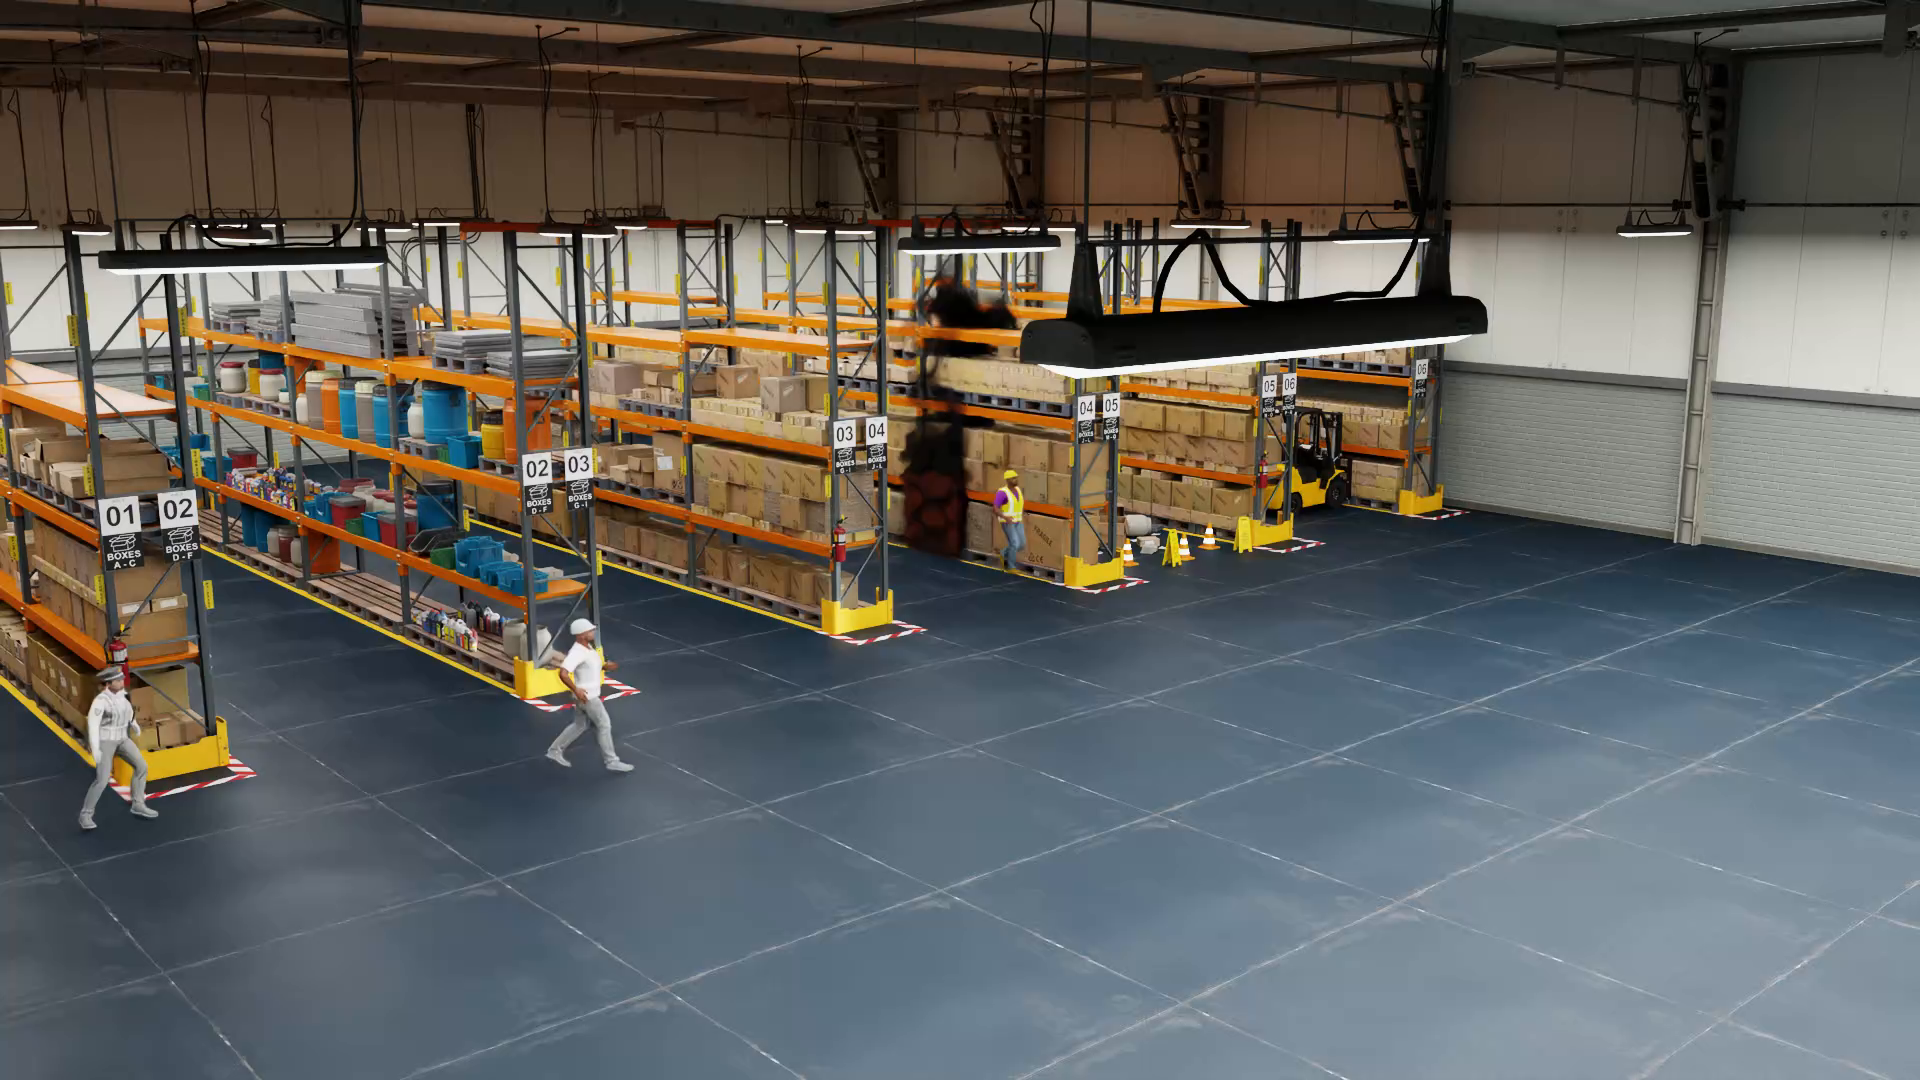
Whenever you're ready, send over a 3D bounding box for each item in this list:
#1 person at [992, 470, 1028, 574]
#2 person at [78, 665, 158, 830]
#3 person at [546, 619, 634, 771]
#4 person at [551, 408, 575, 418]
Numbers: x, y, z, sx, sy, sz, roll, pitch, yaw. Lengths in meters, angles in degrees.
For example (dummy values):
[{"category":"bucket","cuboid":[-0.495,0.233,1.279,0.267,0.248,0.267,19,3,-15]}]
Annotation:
[{"category":"person","cuboid":[0.824,-0.304,27.537,0.555,1.735,0.749,9,15,38]},{"category":"person","cuboid":[-8.747,2.113,17.267,0.661,1.629,0.867,1,11,4]},{"category":"person","cuboid":[-4.179,1.740,18.630,0.964,1.762,0.704,-3,12,-13]},{"category":"person","cuboid":[-9.530,-2.481,39.817,0.749,1.729,0.666,1,11,5]}]
